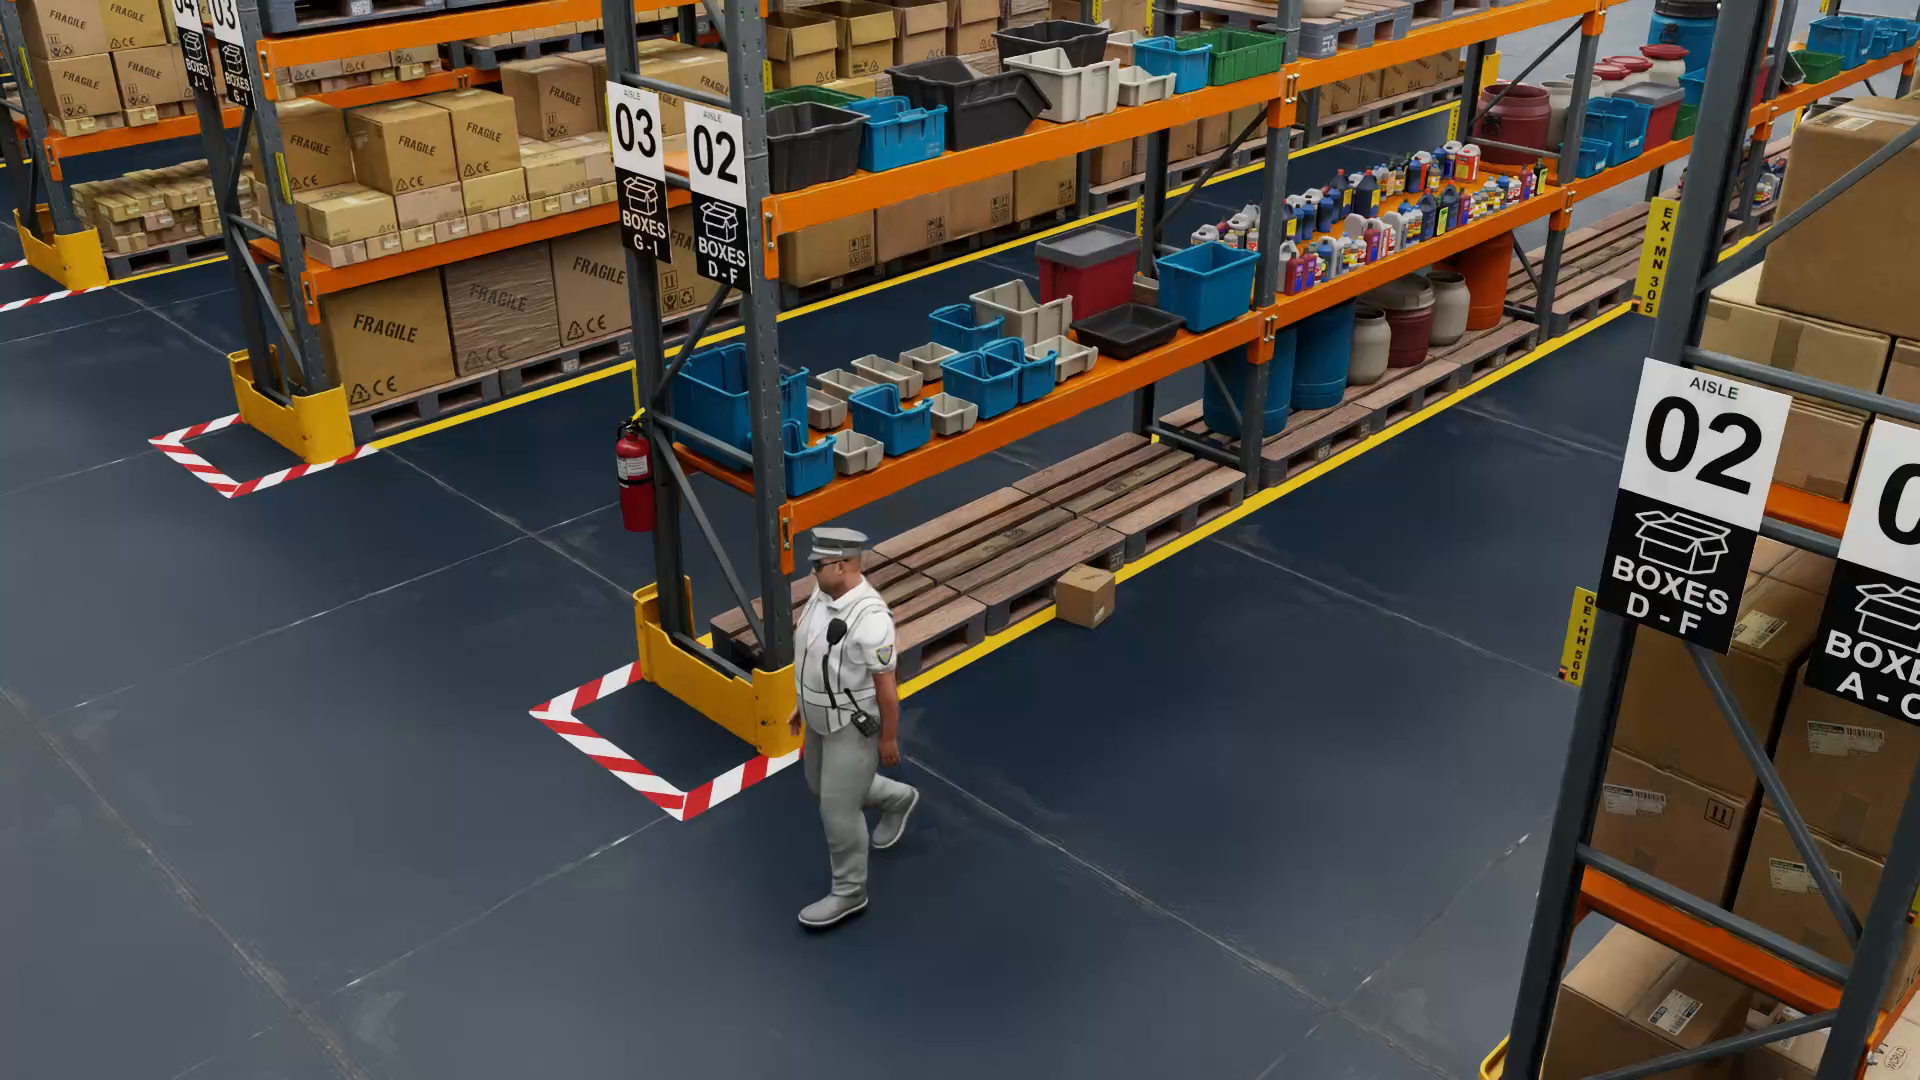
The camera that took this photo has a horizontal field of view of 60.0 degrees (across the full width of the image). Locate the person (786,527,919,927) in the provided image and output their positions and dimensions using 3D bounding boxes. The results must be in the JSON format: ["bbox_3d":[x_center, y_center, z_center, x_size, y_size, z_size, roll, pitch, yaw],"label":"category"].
[{"bbox_3d":[-0.474,0.744,7.175,0.774,1.713,0.563,-16,31,-27],"label":"person"}]
